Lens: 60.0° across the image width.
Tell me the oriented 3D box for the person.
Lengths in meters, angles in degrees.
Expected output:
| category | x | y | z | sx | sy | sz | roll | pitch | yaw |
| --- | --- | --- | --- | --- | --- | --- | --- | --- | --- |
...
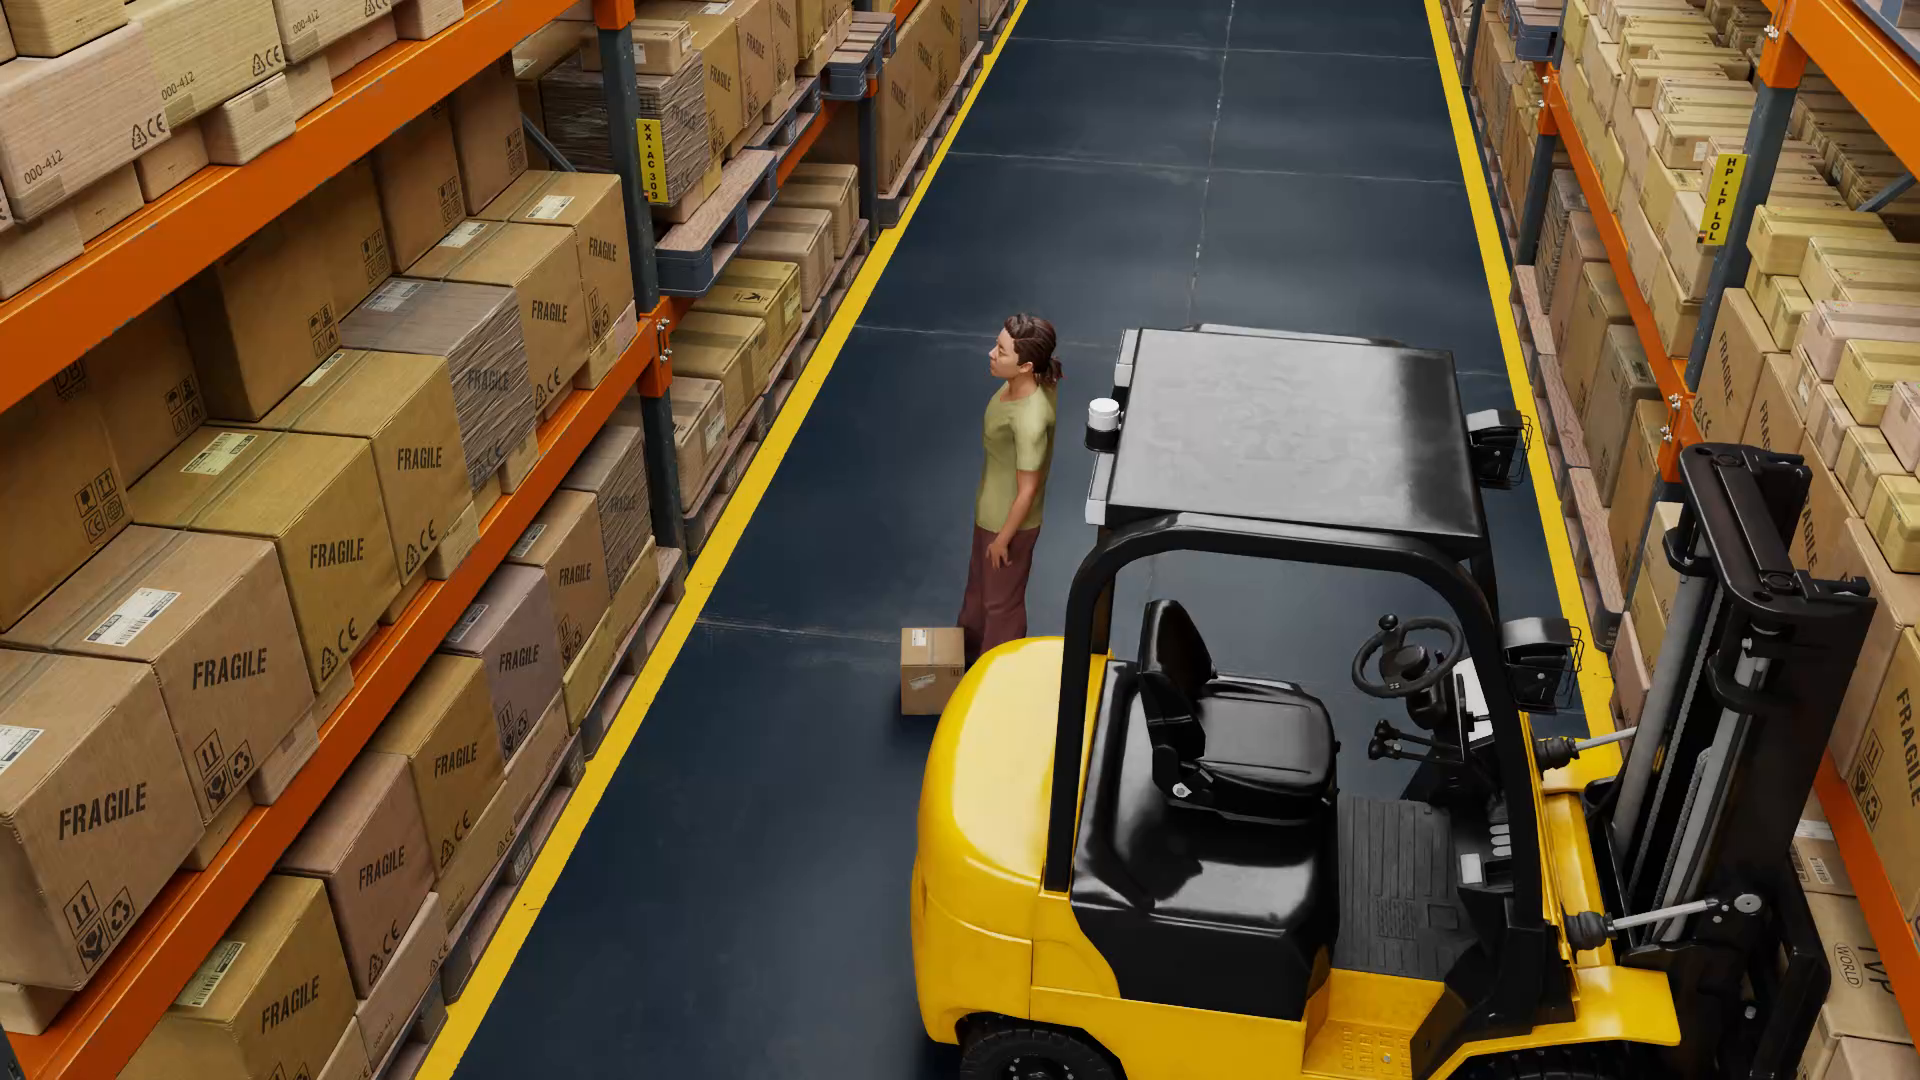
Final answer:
| category | x | y | z | sx | sy | sz | roll | pitch | yaw |
| --- | --- | --- | --- | --- | --- | --- | --- | --- | --- |
| person | 0.110 | -0.100 | 6.279 | 0.549 | 1.676 | 0.554 | 1 | 33 | 2 |
